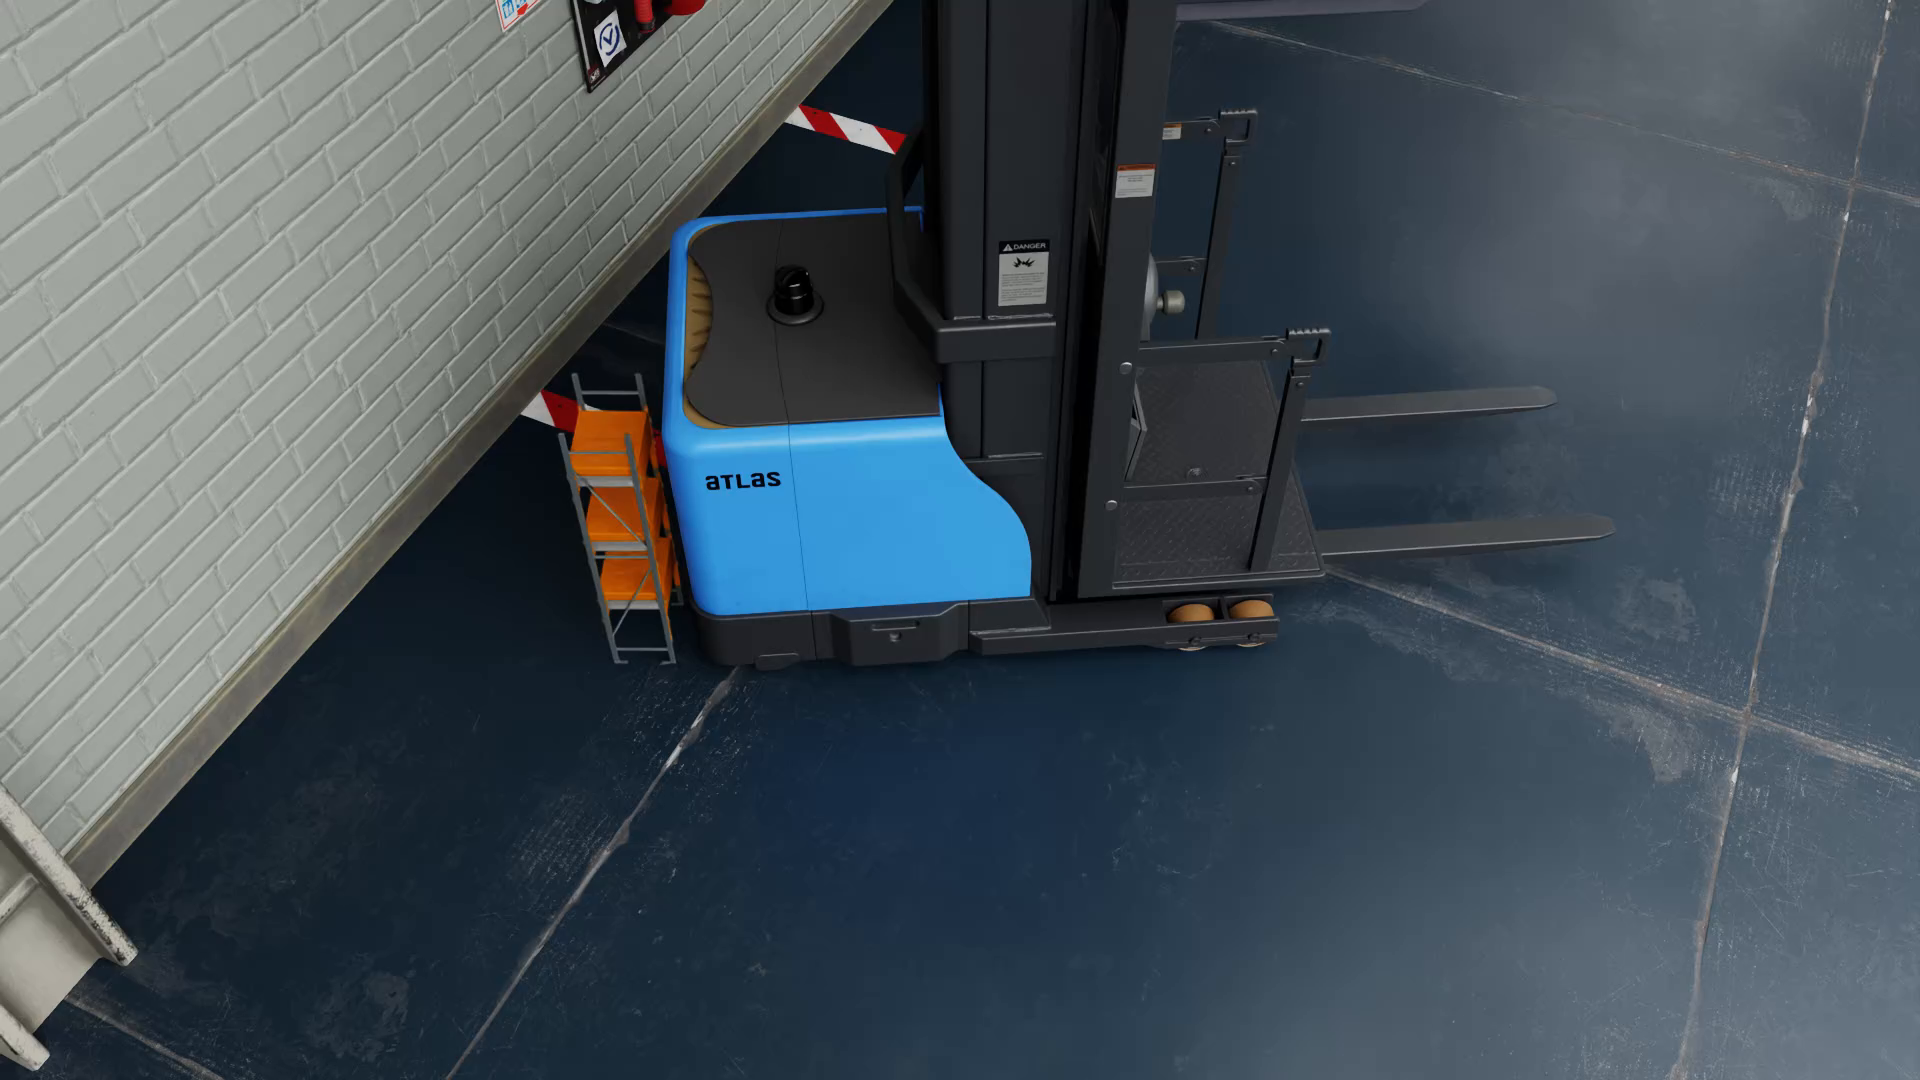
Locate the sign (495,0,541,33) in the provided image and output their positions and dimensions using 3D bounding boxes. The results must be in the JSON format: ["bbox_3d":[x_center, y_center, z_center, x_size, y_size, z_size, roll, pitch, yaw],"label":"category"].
[{"bbox_3d":[-1.424,-1.819,5.305,0.001,0.329,0.234,20,52,16],"label":"sign"}]

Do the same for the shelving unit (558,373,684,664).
[{"bbox_3d":[-1.020,-0.039,5.090,0.215,1.050,0.252,0,49,0],"label":"shelving unit"}]

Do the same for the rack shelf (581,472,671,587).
[{"bbox_3d":[-1.020,-0.032,5.098,0.215,0.259,0.240,0,49,0],"label":"rack shelf"}]

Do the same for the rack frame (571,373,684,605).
[{"bbox_3d":[-1.020,-0.131,5.171,0.200,1.050,0.008,0,49,0],"label":"rack frame"}]

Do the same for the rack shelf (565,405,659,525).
[{"bbox_3d":[-1.018,-0.219,4.885,0.215,0.259,0.240,0,49,0],"label":"rack shelf"}]

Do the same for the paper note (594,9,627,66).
[{"bbox_3d":[-1.232,-1.770,5.865,0.016,0.148,0.142,20,52,16],"label":"paper note"}]

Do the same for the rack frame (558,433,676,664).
[{"bbox_3d":[-1.020,0.053,5.010,0.200,1.050,0.008,0,49,0],"label":"rack frame"}]

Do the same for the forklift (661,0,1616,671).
[{"bbox_3d":[0.628,-0.989,4.667,3.031,2.935,1.130,-4,50,-3],"label":"forklift"}]

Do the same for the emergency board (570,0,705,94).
[{"bbox_3d":[-1.094,-2.155,5.614,0.194,1.169,0.643,20,52,16],"label":"emergency board"}]

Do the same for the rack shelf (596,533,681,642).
[{"bbox_3d":[-1.022,0.151,5.307,0.215,0.259,0.240,0,49,0],"label":"rack shelf"}]
